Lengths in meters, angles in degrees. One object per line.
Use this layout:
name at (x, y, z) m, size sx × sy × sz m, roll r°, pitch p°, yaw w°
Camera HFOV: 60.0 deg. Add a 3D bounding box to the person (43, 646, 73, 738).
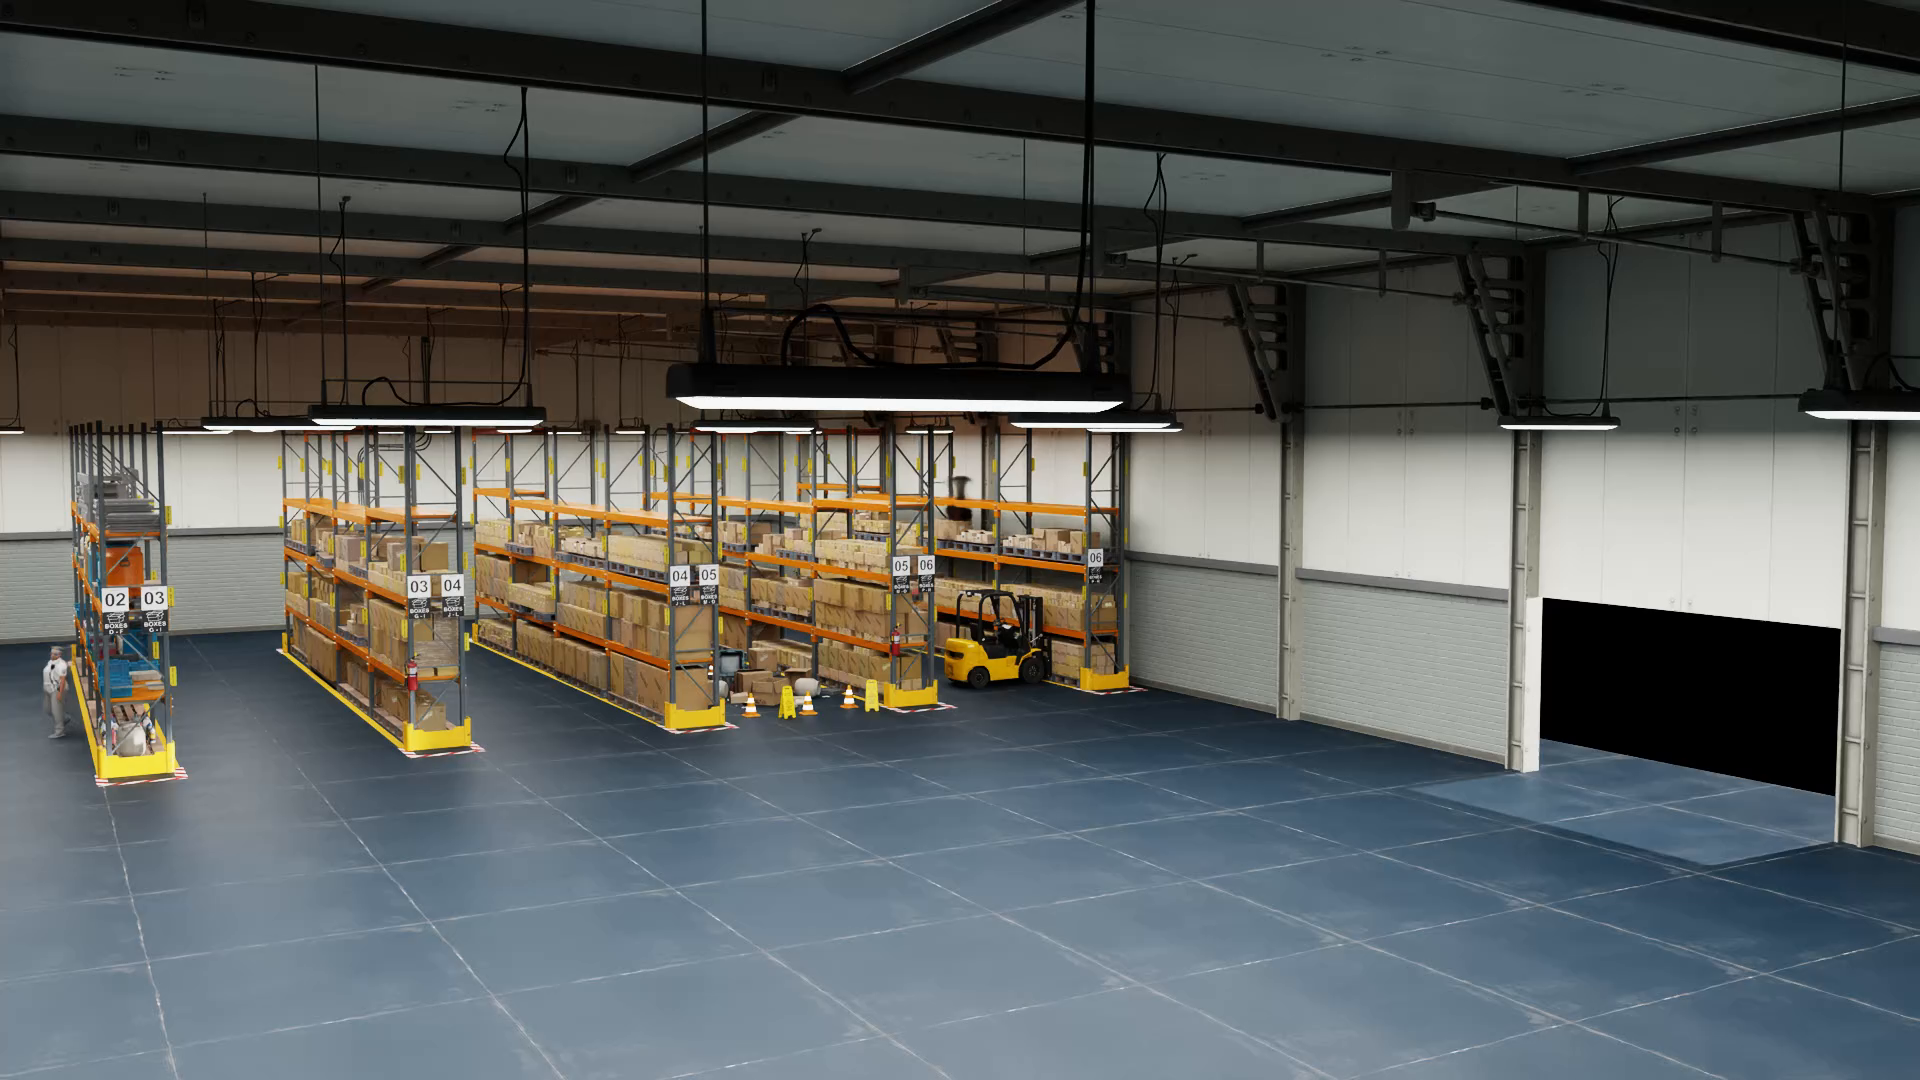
person at (-17.270, 2.881, 31.863) m, size 0.748 × 1.760 × 0.628 m, roll 2°, pitch 4°, yaw 34°
